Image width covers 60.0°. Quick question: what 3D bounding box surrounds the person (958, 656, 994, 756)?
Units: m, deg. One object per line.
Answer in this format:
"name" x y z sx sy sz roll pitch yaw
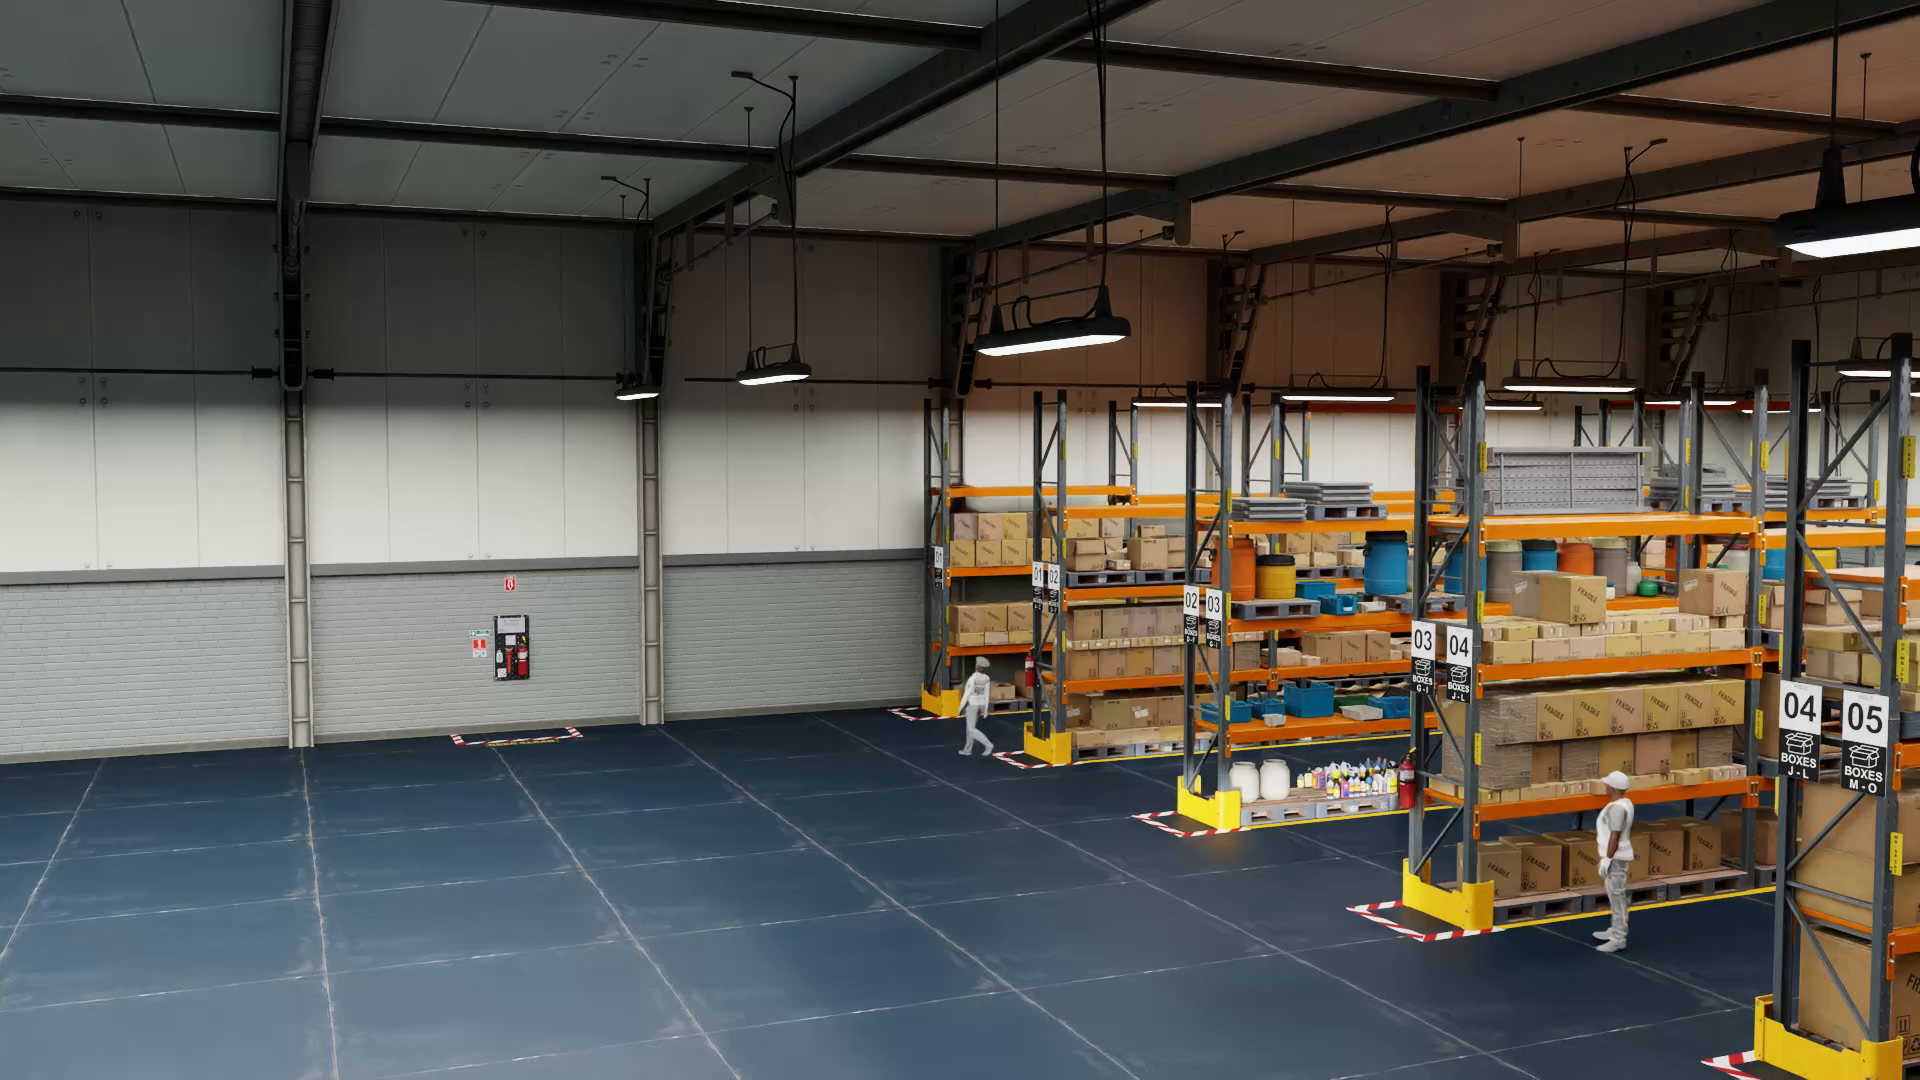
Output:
"person" 0.269 2.736 27.215 0.868 1.665 0.482 3 4 39

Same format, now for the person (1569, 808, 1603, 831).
"person" 8.193 3.118 21.444 0.868 1.550 0.380 0 3 -7

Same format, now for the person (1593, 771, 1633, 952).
"person" 6.705 3.272 17.050 0.398 1.820 0.551 1 3 12
